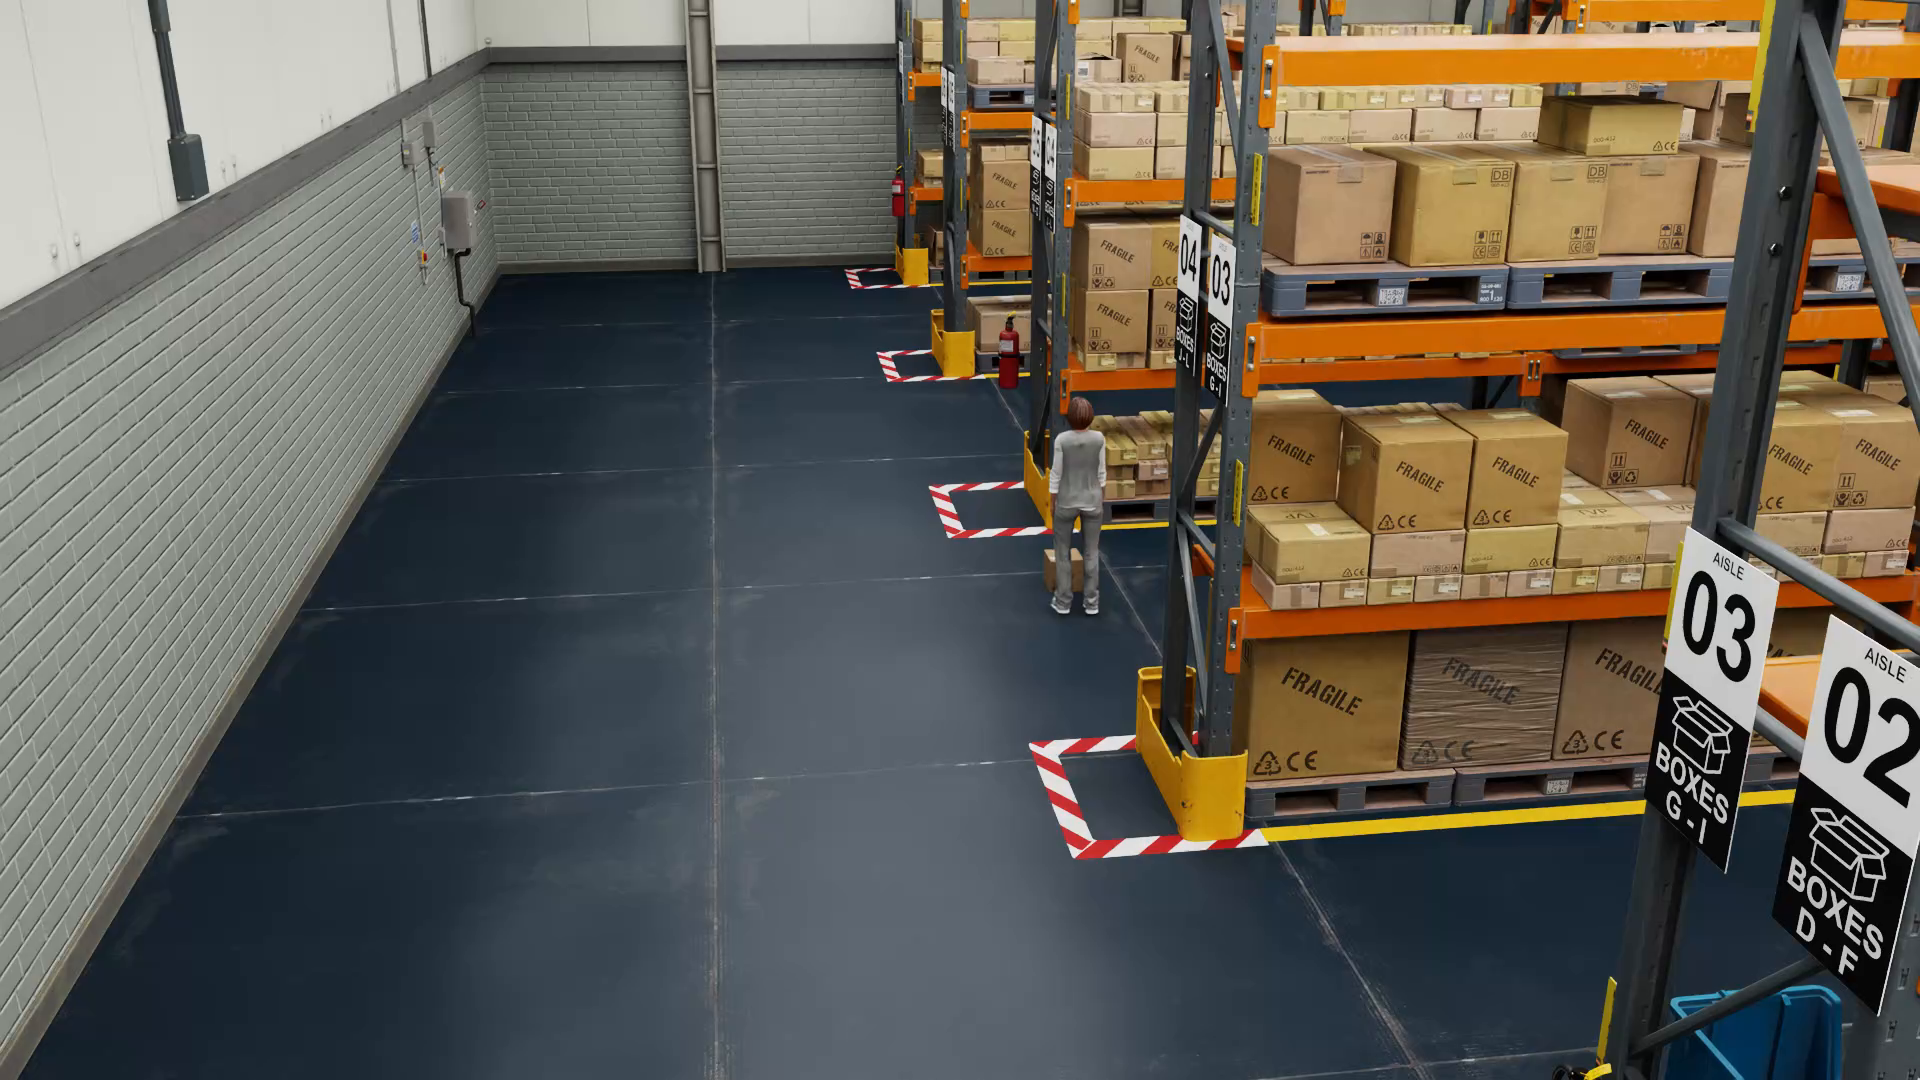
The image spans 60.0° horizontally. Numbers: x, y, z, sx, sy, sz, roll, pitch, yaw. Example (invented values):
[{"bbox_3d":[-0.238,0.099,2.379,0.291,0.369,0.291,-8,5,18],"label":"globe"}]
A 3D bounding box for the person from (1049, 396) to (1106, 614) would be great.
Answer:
[{"bbox_3d":[0.823,-0.242,11.745,0.408,1.597,0.325,-2,20,-7],"label":"person"}]
